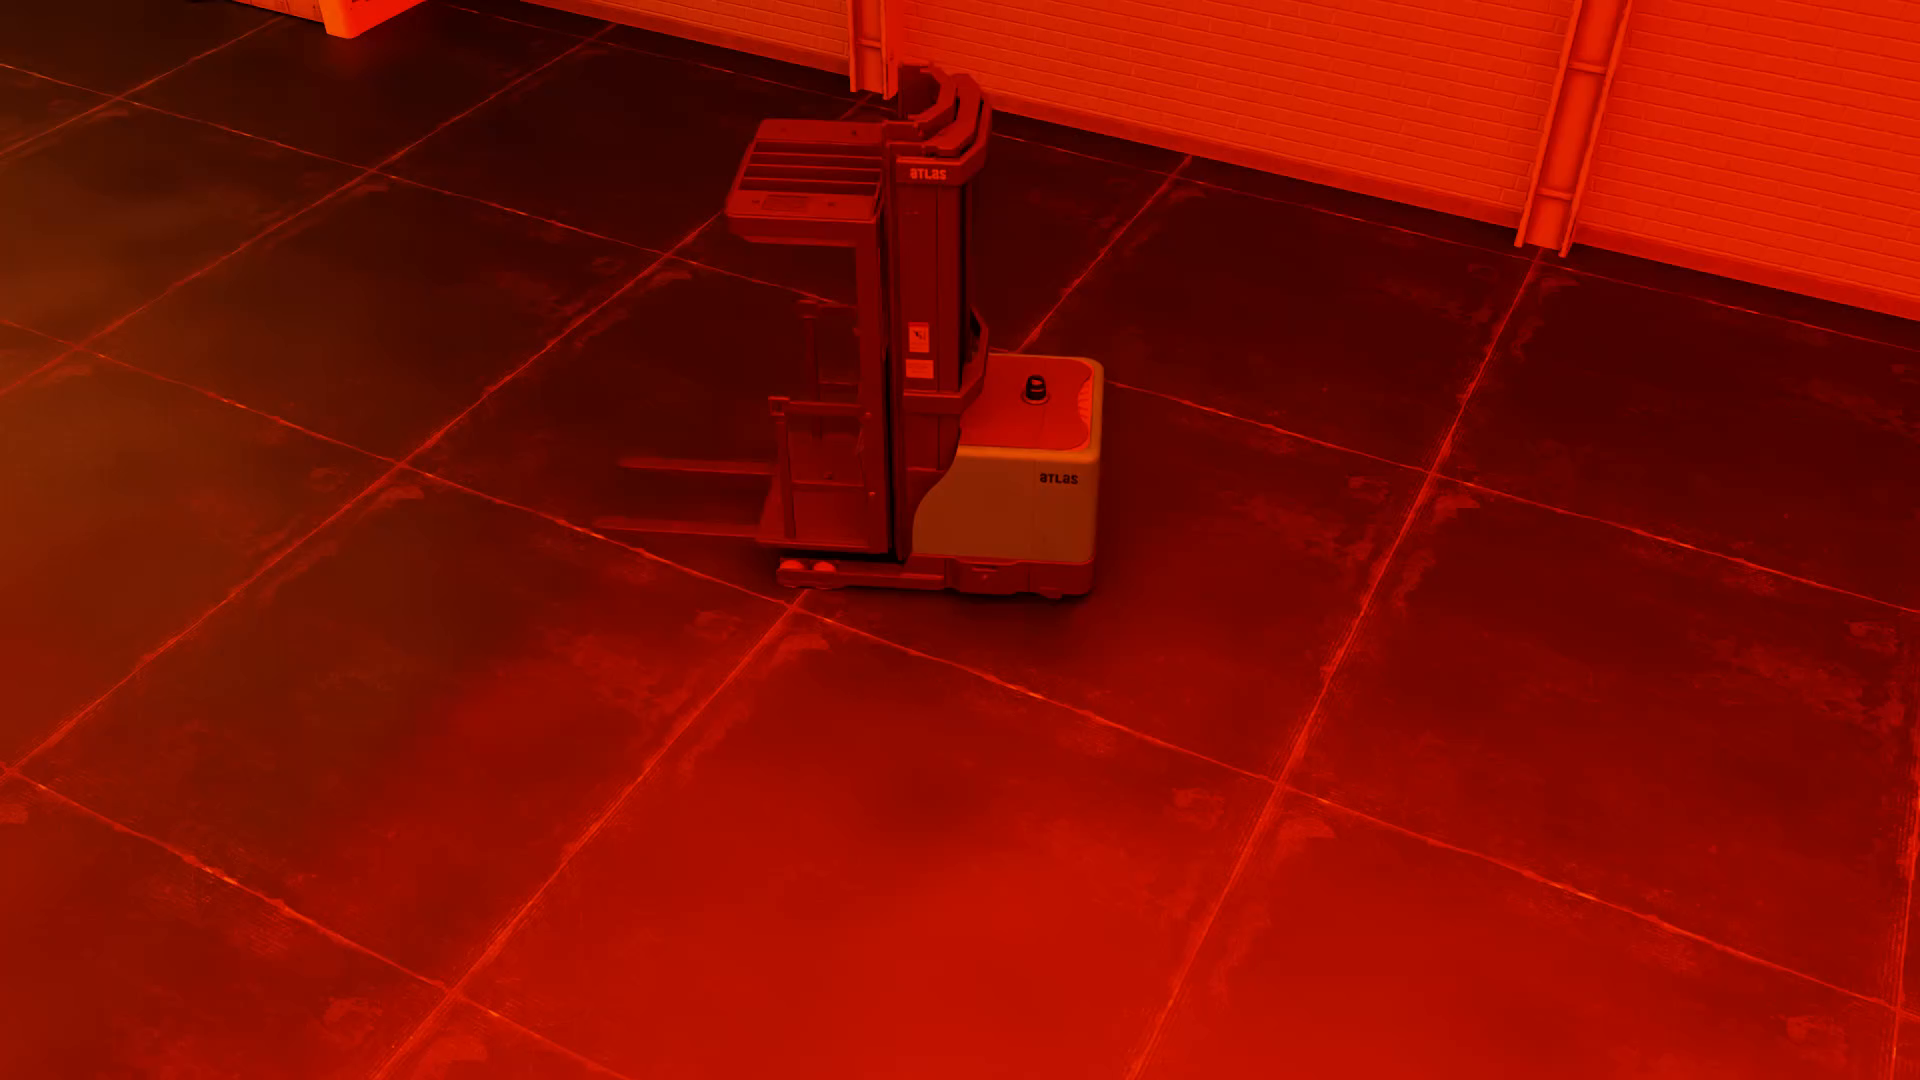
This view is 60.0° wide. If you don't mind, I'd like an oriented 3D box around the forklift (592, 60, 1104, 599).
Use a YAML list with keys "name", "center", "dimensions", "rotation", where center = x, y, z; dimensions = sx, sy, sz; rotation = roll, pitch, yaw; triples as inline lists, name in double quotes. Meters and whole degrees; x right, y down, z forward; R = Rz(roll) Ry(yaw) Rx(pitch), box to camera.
- name: "forklift"
  center: [-0.681, -1.161, 9.365]
  dimensions: [3.031, 2.935, 1.130]
  rotation: [3, 40, 4]
